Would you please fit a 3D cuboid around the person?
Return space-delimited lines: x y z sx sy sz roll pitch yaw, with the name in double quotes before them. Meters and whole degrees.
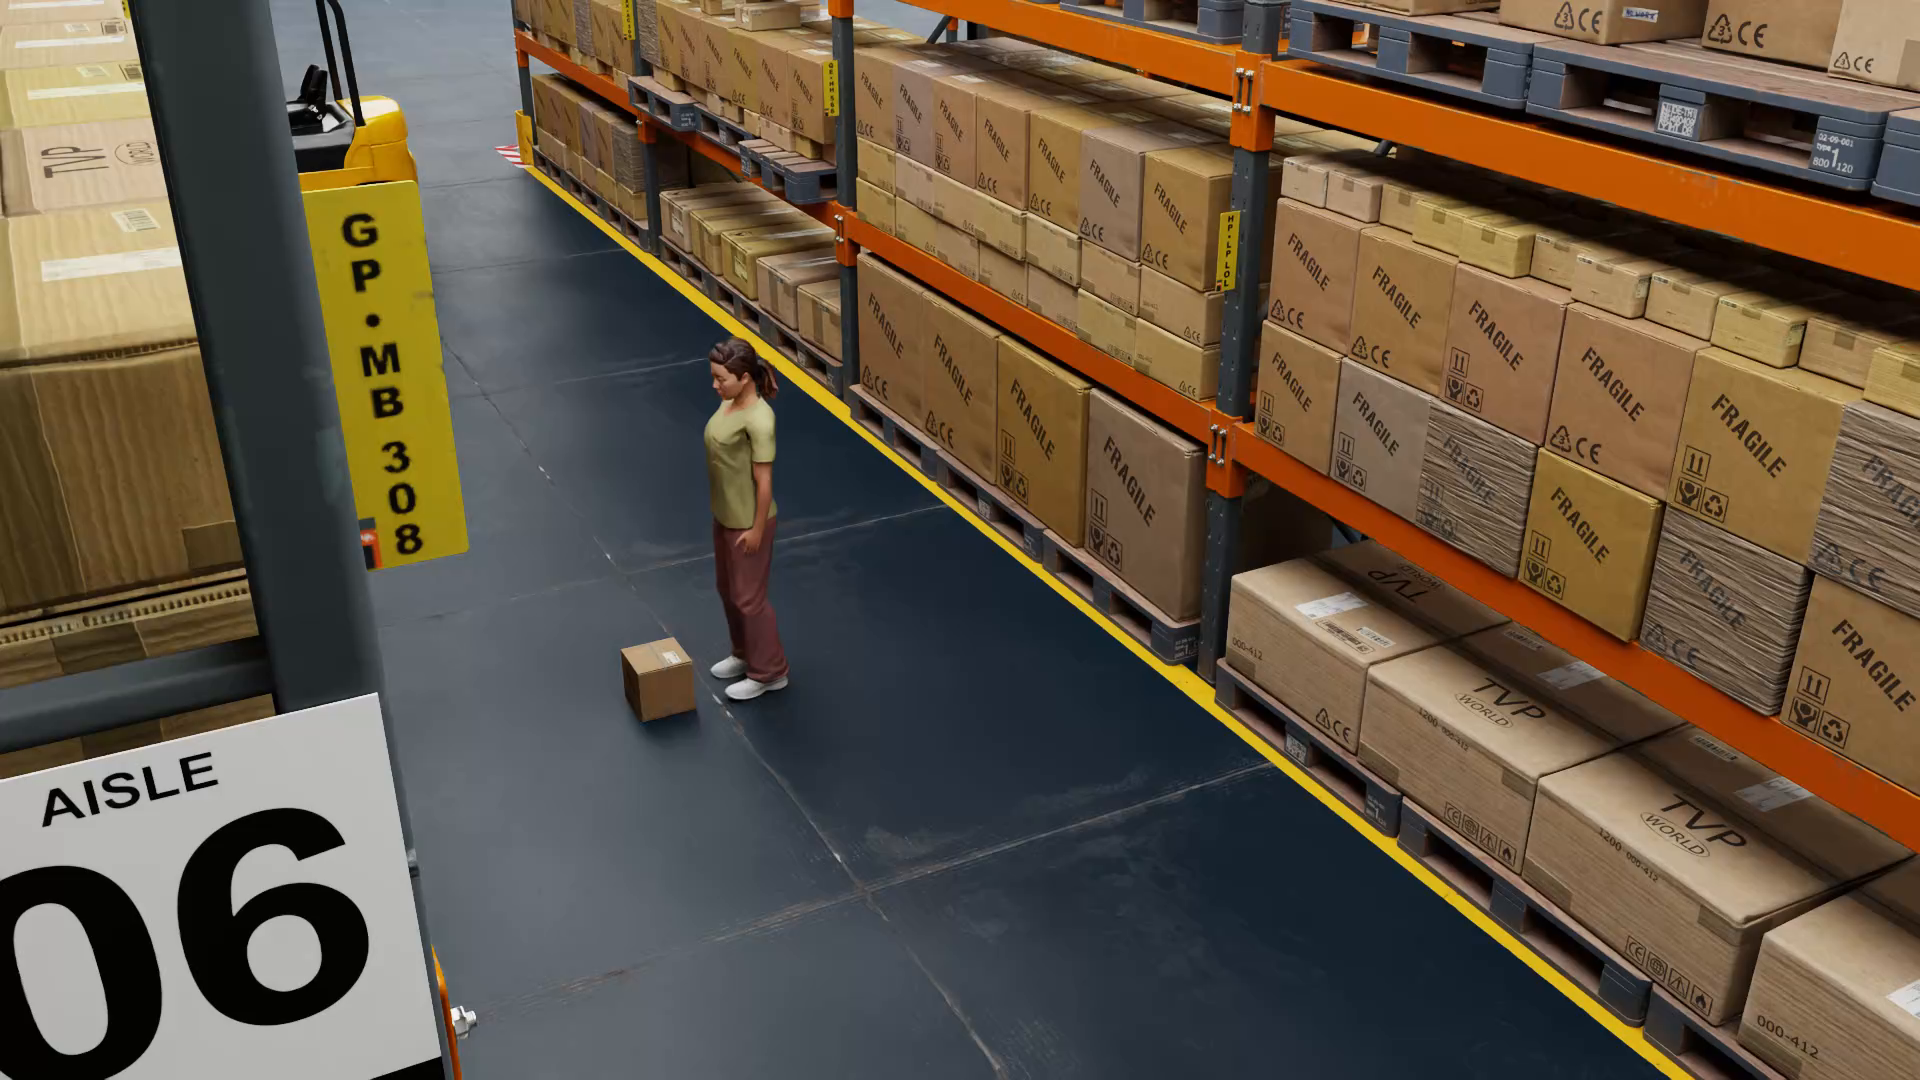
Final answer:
"person" -0.944 -0.094 7.319 0.355 1.673 0.445 -12 28 -24
